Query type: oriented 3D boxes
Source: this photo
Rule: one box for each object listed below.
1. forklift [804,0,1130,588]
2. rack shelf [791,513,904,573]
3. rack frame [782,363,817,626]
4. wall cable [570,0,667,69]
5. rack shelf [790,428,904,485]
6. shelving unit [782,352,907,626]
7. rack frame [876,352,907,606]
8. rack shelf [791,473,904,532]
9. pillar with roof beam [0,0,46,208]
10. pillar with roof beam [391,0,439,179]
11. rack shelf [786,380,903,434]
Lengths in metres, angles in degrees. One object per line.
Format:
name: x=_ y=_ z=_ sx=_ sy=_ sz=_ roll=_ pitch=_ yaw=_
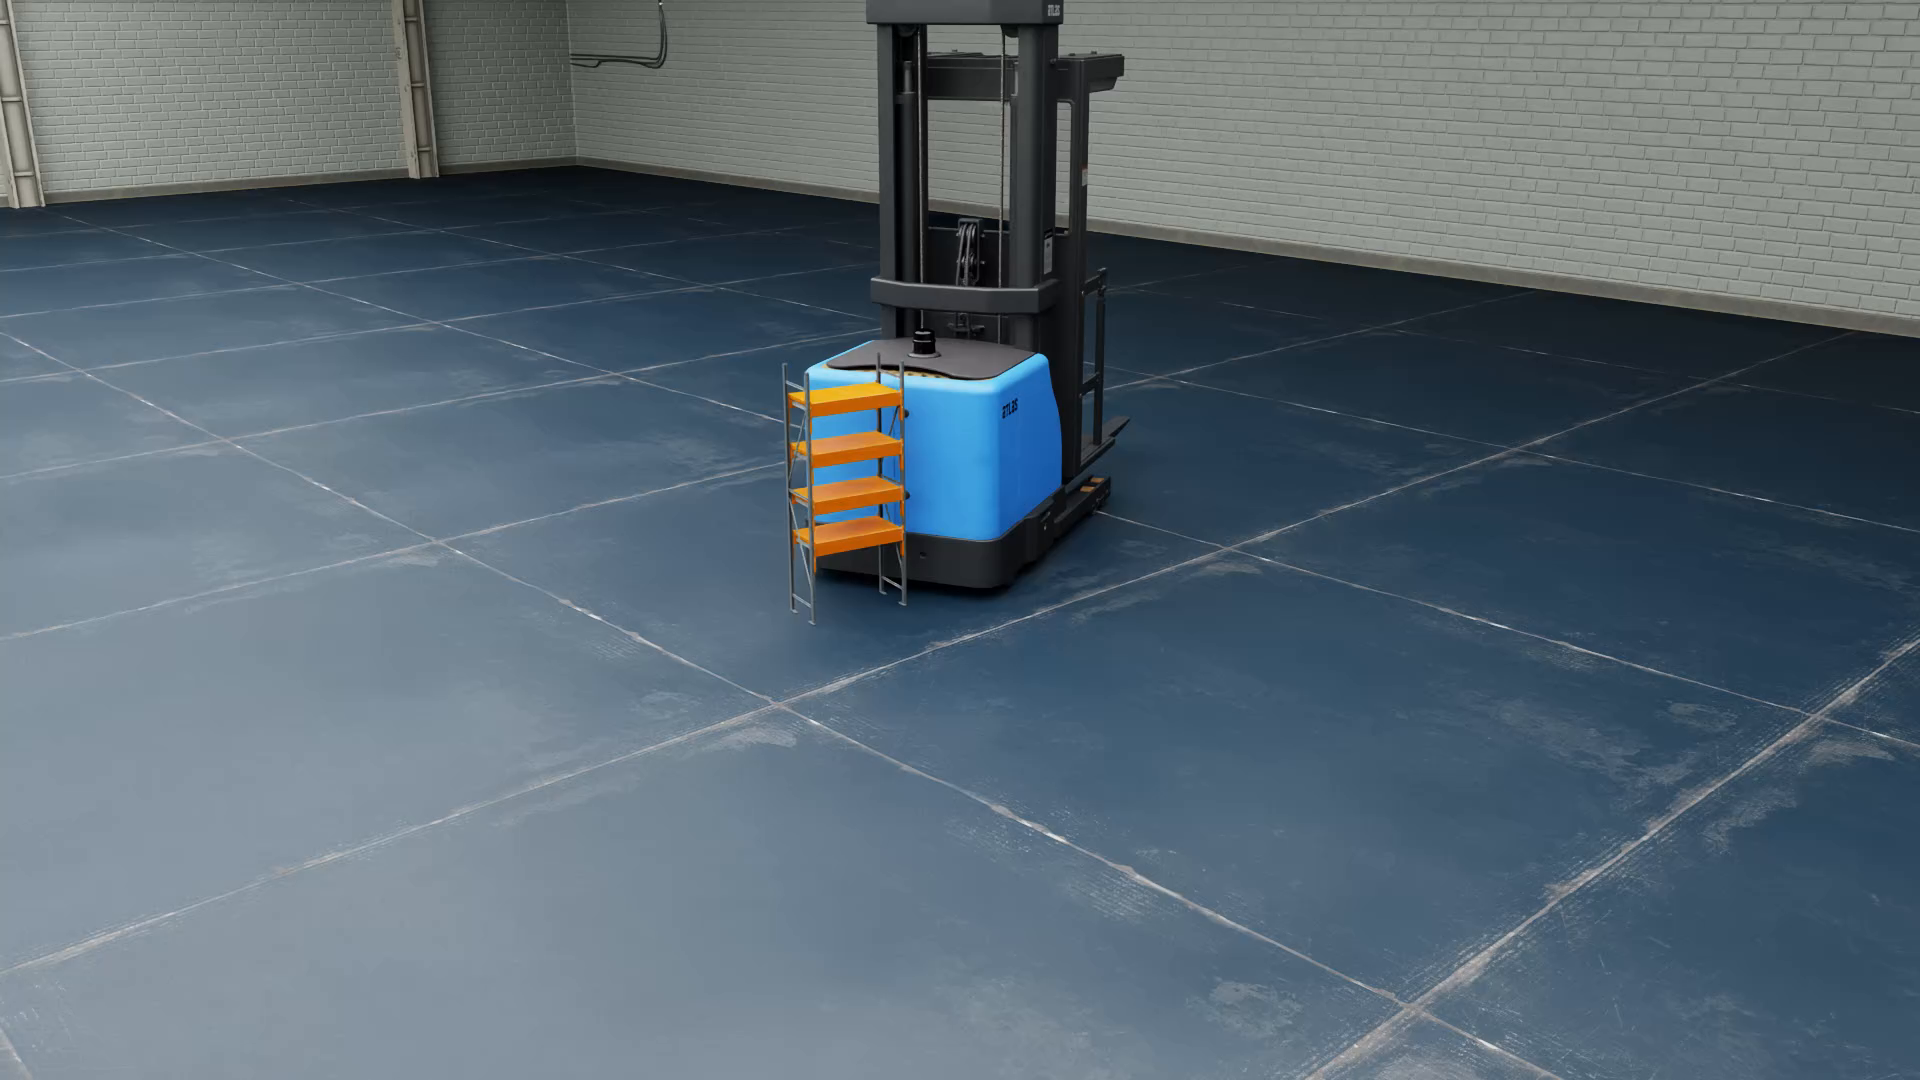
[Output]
forklift: x=0.229 y=-1.575 z=9.092 sx=1.130 sy=2.935 sz=3.031 roll=7 pitch=19 yaw=20
rack shelf: x=-0.533 y=0.010 z=7.872 sx=0.480 sy=0.148 sz=0.258 roll=-11 pitch=21 yaw=-30
rack frame: x=-0.740 y=-0.203 z=7.666 sx=0.015 sy=1.200 sz=0.240 roll=-11 pitch=21 yaw=-30
wall cable: x=-5.816 y=-9.135 z=27.604 sx=0.112 sy=2.526 sz=3.097 roll=-16 pitch=24 yaw=-41
rack shelf: x=-0.533 y=-0.392 z=7.742 sx=0.480 sy=0.148 sz=0.258 roll=-11 pitch=21 yaw=-30
shelving unit: x=-0.533 y=-0.243 z=7.790 sx=0.503 sy=1.200 sz=0.258 roll=-11 pitch=21 yaw=-30
rack frame: x=-0.327 y=-0.283 z=7.913 sx=0.015 sy=1.200 sz=0.240 roll=-11 pitch=21 yaw=-30
rack shelf: x=-0.533 y=-0.179 z=7.811 sx=0.480 sy=0.148 sz=0.258 roll=-11 pitch=21 yaw=-30
pillar with roof beam: x=-10.267 y=-8.048 z=19.217 sx=0.400 sy=9.000 sz=9.100 roll=-16 pitch=24 yaw=-41
pillar with roof beam: x=-5.907 y=-9.320 z=23.139 sx=0.400 sy=9.000 sz=9.100 roll=-16 pitch=24 yaw=-41
rack shelf: x=-0.533 y=-0.617 z=7.669 sx=0.480 sy=0.148 sz=0.258 roll=-11 pitch=21 yaw=-30
